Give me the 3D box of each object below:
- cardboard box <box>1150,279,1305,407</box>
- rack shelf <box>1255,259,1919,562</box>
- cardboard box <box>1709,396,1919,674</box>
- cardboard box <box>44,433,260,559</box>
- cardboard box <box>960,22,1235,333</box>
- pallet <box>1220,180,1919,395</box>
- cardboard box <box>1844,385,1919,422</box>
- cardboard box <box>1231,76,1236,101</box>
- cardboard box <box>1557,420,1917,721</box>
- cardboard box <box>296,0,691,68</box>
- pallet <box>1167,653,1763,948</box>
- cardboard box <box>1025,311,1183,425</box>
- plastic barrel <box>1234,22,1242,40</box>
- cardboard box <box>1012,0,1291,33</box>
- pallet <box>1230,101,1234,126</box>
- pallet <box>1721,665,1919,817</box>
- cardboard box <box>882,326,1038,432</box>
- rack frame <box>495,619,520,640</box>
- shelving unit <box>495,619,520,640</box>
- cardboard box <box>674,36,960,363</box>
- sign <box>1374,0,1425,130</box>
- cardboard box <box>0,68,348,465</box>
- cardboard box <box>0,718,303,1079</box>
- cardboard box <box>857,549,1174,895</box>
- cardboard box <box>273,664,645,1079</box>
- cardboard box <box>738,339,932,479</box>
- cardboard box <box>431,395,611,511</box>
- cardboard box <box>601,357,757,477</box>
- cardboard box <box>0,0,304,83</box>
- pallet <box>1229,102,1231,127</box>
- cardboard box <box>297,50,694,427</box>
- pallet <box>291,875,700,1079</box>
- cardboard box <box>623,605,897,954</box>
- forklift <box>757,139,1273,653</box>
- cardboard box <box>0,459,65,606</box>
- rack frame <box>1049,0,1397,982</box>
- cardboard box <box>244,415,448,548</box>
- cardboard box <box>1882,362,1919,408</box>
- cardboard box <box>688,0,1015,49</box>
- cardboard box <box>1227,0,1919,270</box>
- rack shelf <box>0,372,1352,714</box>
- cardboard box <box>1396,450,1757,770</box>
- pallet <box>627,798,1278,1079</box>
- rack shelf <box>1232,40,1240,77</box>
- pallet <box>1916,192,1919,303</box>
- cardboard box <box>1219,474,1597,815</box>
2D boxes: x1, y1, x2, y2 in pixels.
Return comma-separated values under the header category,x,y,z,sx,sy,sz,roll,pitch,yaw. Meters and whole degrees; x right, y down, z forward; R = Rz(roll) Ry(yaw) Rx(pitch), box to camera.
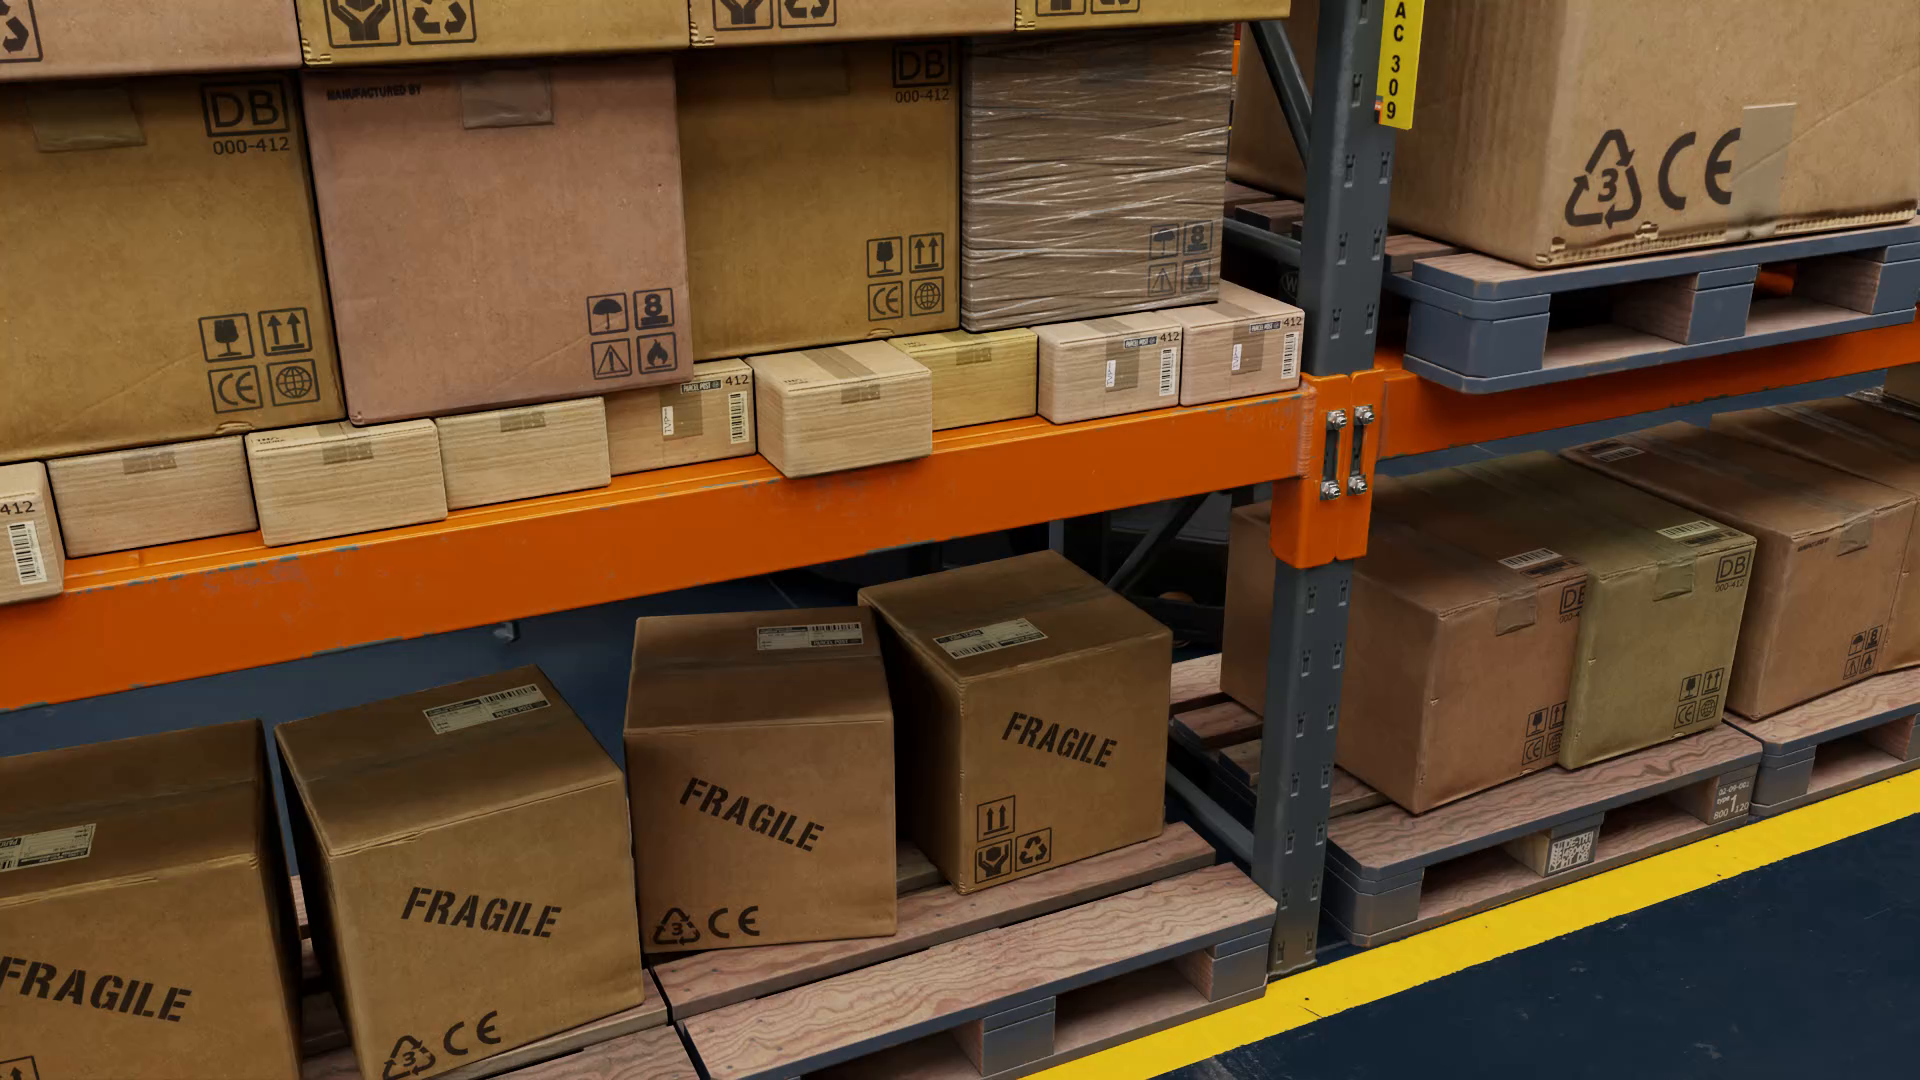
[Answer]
category,x,y,z,sx,sy,sz,roll,pitch,yaw
cardboard box,0.421,-0.384,3.084,0.250,0.149,0.380,-10,25,-24
rack shelf,2.289,-0.637,4.306,4.000,0.370,1.077,-10,25,-24
cardboard box,2.494,-0.038,4.613,0.500,0.500,0.700,-8,24,-19
cardboard box,-1.195,-0.125,2.459,0.250,0.149,0.380,-10,25,-24
cardboard box,0.055,-0.767,3.162,0.500,0.500,0.875,-10,25,-24
pallet,1.239,-0.625,3.589,1.213,0.211,1.003,-10,25,-24
cardboard box,3.002,-0.135,4.846,0.500,0.500,0.700,-13,26,-28
cardboard box,2.181,-4.084,14.388,0.500,0.500,0.500,-10,25,-23
cardboard box,1.992,0.055,4.389,0.500,0.500,0.700,-13,26,-28
cardboard box,-0.700,-0.947,2.290,0.500,0.500,0.500,-10,25,-24
pallet,1.188,0.522,4.214,1.213,0.211,1.003,-10,25,-24
cardboard box,0.192,-0.346,2.992,0.250,0.149,0.380,-10,25,-24
plastic barrel,1.657,-2.889,8.630,0.708,0.536,0.600,-10,25,-24
cardboard box,0.201,-1.113,2.691,0.500,0.500,0.500,-10,25,-24
pallet,2.686,-3.942,14.998,1.213,0.211,1.003,-10,25,-24
pallet,2.289,0.318,4.706,1.213,0.211,1.003,-10,25,-24
cardboard box,-0.060,-0.325,2.942,0.250,0.149,0.380,-10,25,-24
rack frame,-1.498,-0.440,4.851,0.400,1.500,0.023,16,28,34
shelving unit,-1.276,-0.551,5.120,0.431,1.500,0.755,16,28,34
cardboard box,-0.411,-0.697,2.991,0.500,0.500,0.875,-10,25,-24
sign,0.730,-0.851,2.753,0.005,0.325,0.100,-10,25,-24
cardboard box,-1.286,-0.510,2.541,0.500,0.500,0.875,-10,25,-24
cardboard box,-1.451,0.681,2.902,0.500,0.500,0.500,-8,24,-19
cardboard box,0.110,0.376,3.638,0.500,0.500,0.500,-11,25,-25
cardboard box,-0.929,0.604,3.088,0.500,0.500,0.500,-13,26,-28
cardboard box,-0.237,-0.245,2.749,0.250,0.149,0.380,-10,25,-24
cardboard box,-0.727,-0.194,2.625,0.250,0.149,0.380,-10,25,-24
cardboard box,-0.519,-0.249,2.759,0.250,0.149,0.380,-10,25,-24
cardboard box,-1.152,-0.866,2.092,0.500,0.500,0.500,-10,25,-24
pallet,1.585,-3.738,14.506,1.213,0.211,1.003,-10,25,-24
cardboard box,-0.818,-0.579,2.707,0.500,0.500,0.875,-10,25,-24
pallet,-1.203,0.979,3.110,1.213,0.211,1.003,-10,25,-24
cardboard box,-0.403,0.474,3.402,0.500,0.500,0.500,-3,23,-7
forklift,0.725,-1.235,4.902,3.031,2.935,1.130,8,24,18
cardboard box,-1.363,-0.038,2.249,0.250,0.149,0.380,-10,25,-24
rack frame,0.487,-0.637,3.367,0.127,3.000,1.000,-10,25,-24
cardboard box,-0.937,-0.140,2.496,0.250,0.149,0.380,-10,25,-24
cardboard box,3.027,-0.482,4.706,0.500,0.250,0.500,-8,24,-18
cardboard box,-0.249,-1.030,2.489,0.500,0.500,0.500,-10,25,-24
cardboard box,1.264,-1.192,3.374,1.000,1.000,1.000,-10,25,-23
rack shelf,-1.315,0.027,2.703,4.000,0.370,1.077,-10,25,-24
cardboard box,1.488,0.147,4.165,0.500,0.500,0.700,-11,25,-24
pallet,-0.102,0.775,3.602,1.213,0.211,1.003,-10,25,-24
rack shelf,0.141,-2.343,8.430,4.000,0.370,1.077,-10,25,-24
pallet,2.326,-0.870,4.180,1.213,0.211,1.003,-10,25,-24
cardboard box,1.050,0.220,3.989,0.500,0.500,0.700,-13,26,-28
